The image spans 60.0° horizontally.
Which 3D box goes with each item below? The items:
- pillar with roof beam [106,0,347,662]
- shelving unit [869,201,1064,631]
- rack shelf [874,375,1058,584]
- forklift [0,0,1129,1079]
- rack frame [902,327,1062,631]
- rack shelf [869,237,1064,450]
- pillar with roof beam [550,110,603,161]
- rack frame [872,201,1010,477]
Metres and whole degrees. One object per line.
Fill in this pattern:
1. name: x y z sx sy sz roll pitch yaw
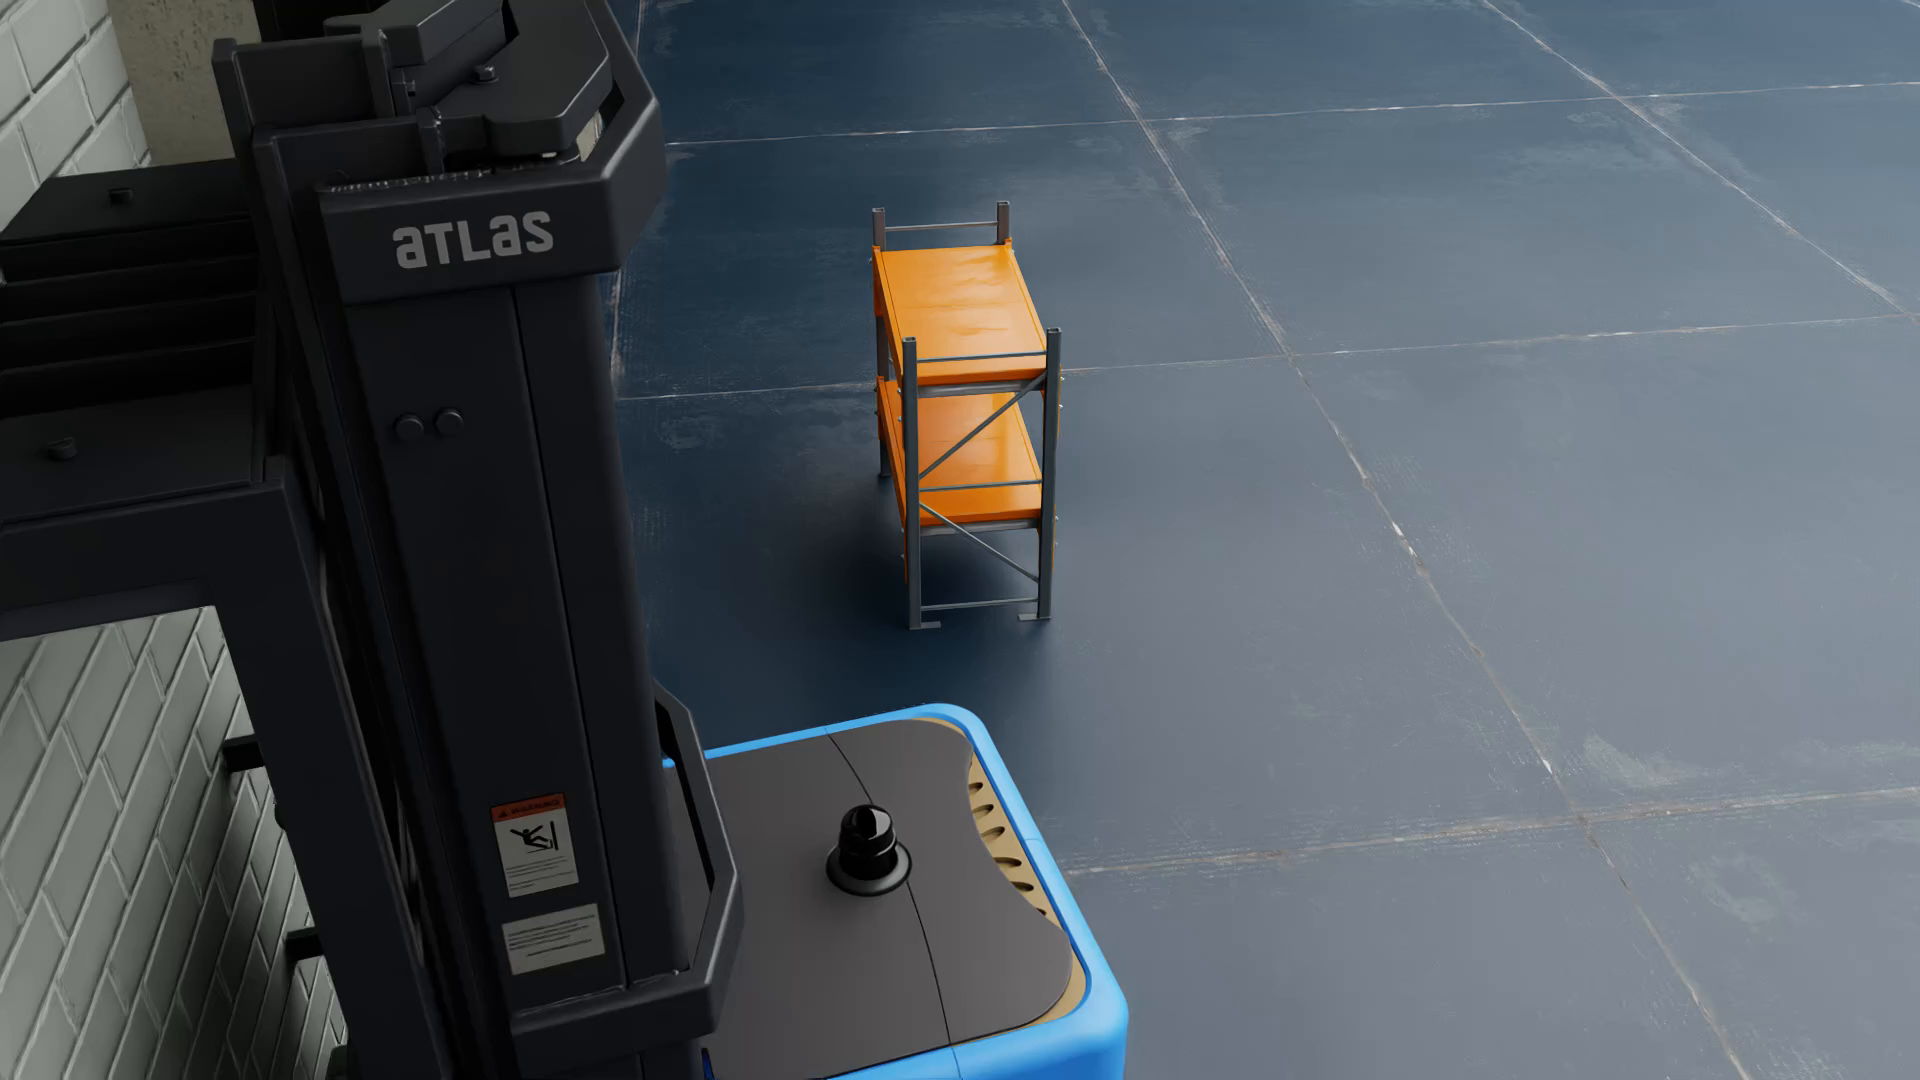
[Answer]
1. pillar with roof beam: 2.857 -2.946 2.583 9.100 9.000 0.400 -4 35 -6
2. shelving unit: 0.001 -0.461 5.928 0.538 1.125 1.048 -4 35 -6
3. rack shelf: 0.001 -0.259 6.065 0.538 0.278 1.000 -4 35 -6
4. forklift: -1.244 0.549 2.842 3.031 2.935 1.130 -10 36 -15
5. rack frame: 0.069 -0.177 5.511 0.500 1.125 0.032 -4 35 -6
6. rack shelf: 0.001 -0.703 5.763 0.538 0.278 1.000 -4 35 -6
7. pillar with roof beam: 2.050 -6.295 7.496 9.100 9.000 0.400 -4 35 -6
8. rack frame: -0.067 -0.745 6.344 0.500 1.125 0.032 -4 35 -6
